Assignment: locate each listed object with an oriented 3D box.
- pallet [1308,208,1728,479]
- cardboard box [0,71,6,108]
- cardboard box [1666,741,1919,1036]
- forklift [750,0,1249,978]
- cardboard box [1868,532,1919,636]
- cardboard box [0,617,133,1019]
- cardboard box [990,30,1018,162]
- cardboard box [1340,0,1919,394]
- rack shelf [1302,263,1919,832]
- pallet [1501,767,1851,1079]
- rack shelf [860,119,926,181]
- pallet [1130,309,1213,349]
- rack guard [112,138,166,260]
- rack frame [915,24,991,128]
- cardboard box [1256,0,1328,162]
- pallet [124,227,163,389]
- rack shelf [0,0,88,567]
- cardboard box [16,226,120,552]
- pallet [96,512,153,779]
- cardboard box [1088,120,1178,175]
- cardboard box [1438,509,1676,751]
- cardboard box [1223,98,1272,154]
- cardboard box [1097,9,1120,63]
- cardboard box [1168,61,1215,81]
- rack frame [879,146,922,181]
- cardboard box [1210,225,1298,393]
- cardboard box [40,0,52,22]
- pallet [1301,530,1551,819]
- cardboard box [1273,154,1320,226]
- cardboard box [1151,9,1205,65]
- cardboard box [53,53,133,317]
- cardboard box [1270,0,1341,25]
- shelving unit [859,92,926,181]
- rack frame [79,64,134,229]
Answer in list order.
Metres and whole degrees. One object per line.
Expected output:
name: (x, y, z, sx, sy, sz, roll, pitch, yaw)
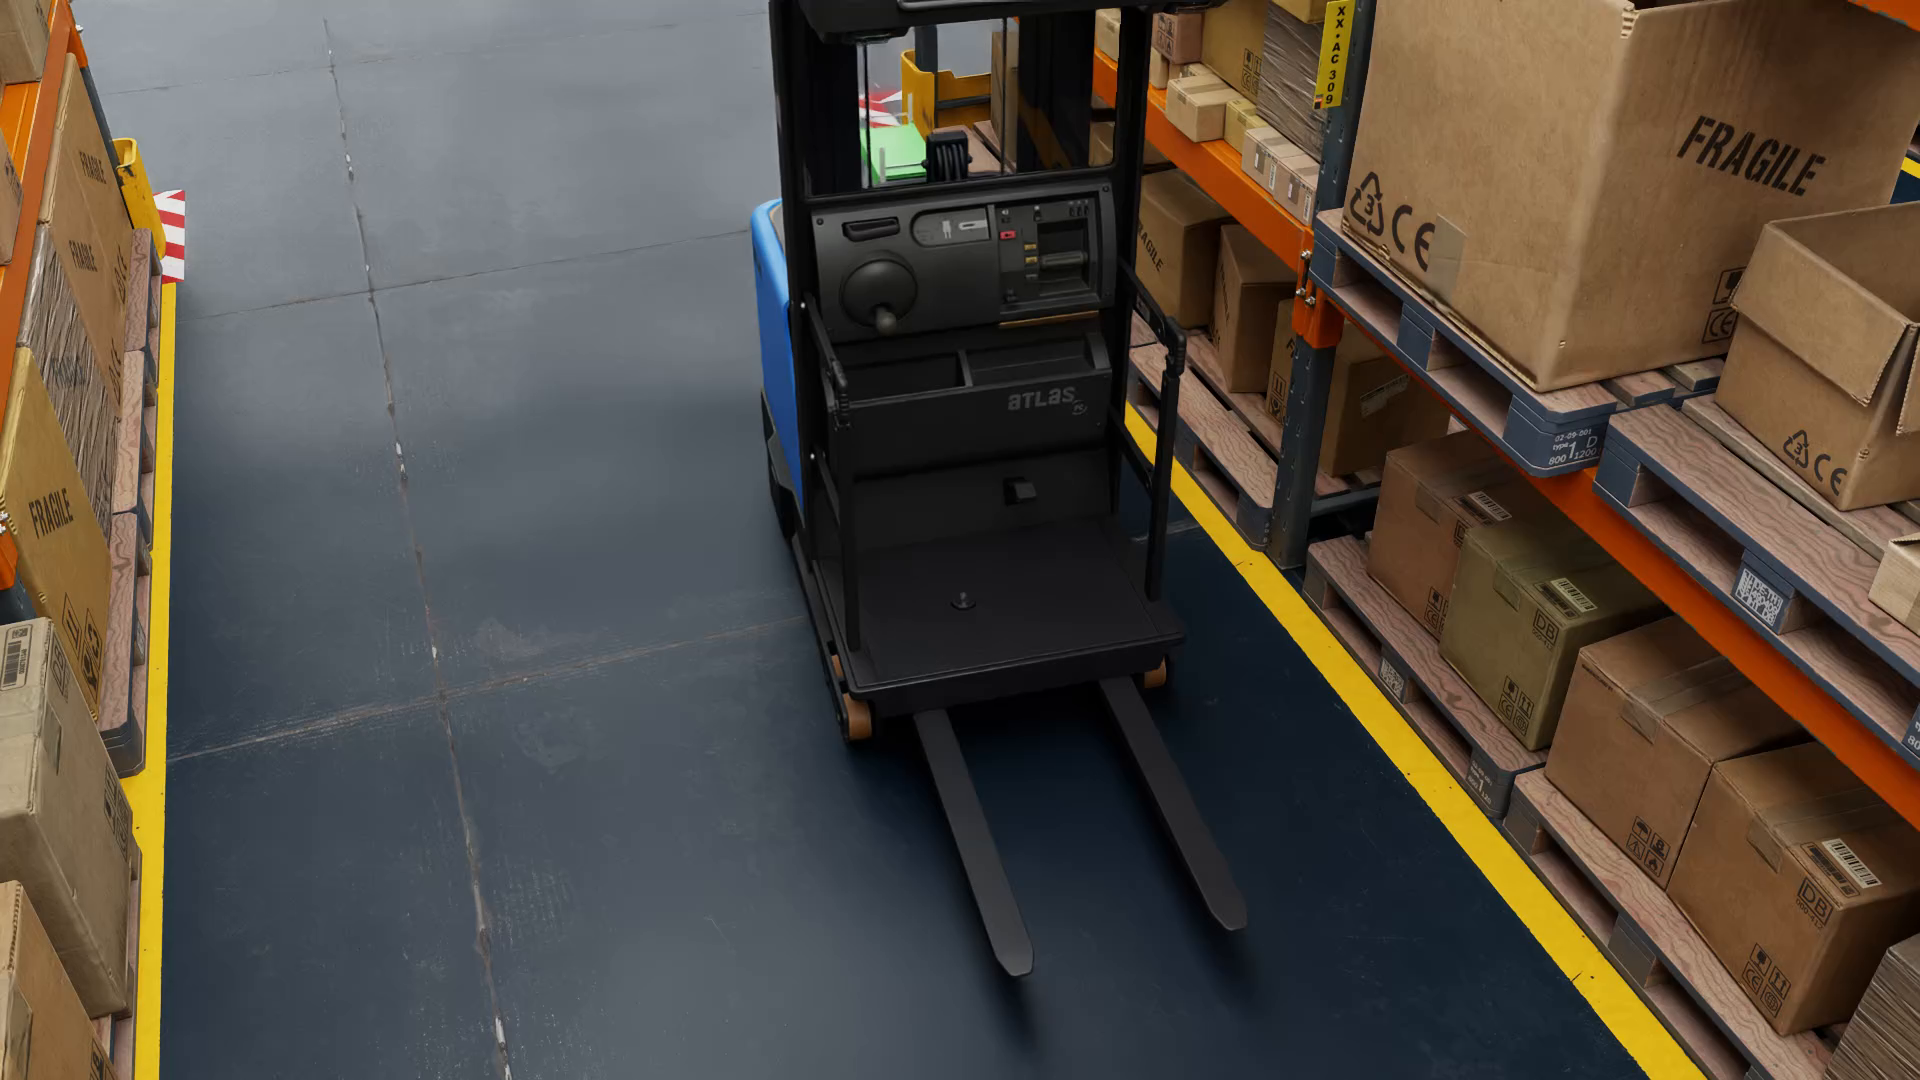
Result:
pallet: (1.752, -0.679, 4.817, 1.003, 0.211, 1.213, -12, 39, -16)
cardboard box: (-3.988, -1.718, 5.913, 0.875, 0.550, 0.550, -12, 39, -16)
cardboard box: (2.348, 0.861, 4.325, 0.700, 0.500, 0.500, -9, 38, -12)
forklift: (0.078, -0.779, 4.848, 1.130, 2.935, 3.031, -9, 38, -12)
cardboard box: (2.174, 0.042, 3.463, 0.396, 0.266, 0.258, -14, 39, -17)
cardboard box: (-2.769, 0.816, 4.195, 1.050, 0.750, 0.750, -13, 39, -16)
cardboard box: (0.448, -2.290, 8.526, 0.500, 0.500, 0.500, -6, 37, -7)
cardboard box: (1.767, -1.147, 4.432, 1.000, 1.000, 1.000, -12, 39, -16)
rack shelf: (2.313, 0.200, 4.089, 1.077, 0.370, 4.000, -12, 39, -16)
pallet: (2.318, 1.026, 4.712, 1.003, 0.211, 1.213, -12, 39, -16)
rack shelf: (-0.247, -1.476, 6.520, 0.258, 0.148, 0.480, -9, 38, -12)
pallet: (0.937, -1.166, 7.622, 1.003, 0.211, 1.213, -12, 39, -16)
rack guard: (-4.451, -1.522, 7.855, 1.175, 0.500, 0.348, -12, 39, -16)
rack frame: (0.249, -3.477, 8.373, 1.000, 3.000, 0.127, -12, 39, -16)
cardboard box: (1.528, -1.643, 5.608, 0.875, 0.500, 0.500, -12, 39, -16)
pallet: (-4.095, -0.958, 7.346, 1.003, 0.211, 1.213, -12, 39, -16)
rack shelf: (-3.755, -1.090, 5.802, 1.077, 0.370, 4.000, -12, 39, -16)
cardboard box: (-3.531, -0.445, 5.764, 0.875, 0.875, 0.875, -12, 39, -16)
pallet: (-3.255, 0.421, 5.516, 1.003, 0.211, 1.213, -12, 39, -16)
cardboard box: (0.883, -1.602, 7.612, 0.500, 0.500, 0.500, -9, 38, -12)
cardboard box: (1.963, 0.230, 5.163, 0.700, 0.500, 0.500, -13, 39, -16)
cardboard box: (1.168, -1.474, 5.923, 0.380, 0.149, 0.250, -12, 39, -16)
cardboard box: (0.773, -2.028, 6.658, 0.380, 0.149, 0.250, -12, 39, -16)
cardboard box: (1.016, -1.761, 6.304, 0.380, 0.149, 0.250, -12, 39, -16)
rack frame: (-0.186, -1.001, 6.582, 0.240, 1.200, 0.015, -9, 38, -12)
cardboard box: (1.321, -0.943, 6.737, 0.500, 0.500, 0.500, -1, 37, -1)
cardboard box: (-4.273, -2.367, 6.774, 0.875, 0.550, 0.550, -12, 39, -16)
pallet: (1.894, 0.336, 5.628, 1.003, 0.211, 1.213, -12, 39, -16)
cardboard box: (1.275, -1.177, 5.529, 0.380, 0.149, 0.250, -12, 39, -16)
cardboard box: (1.123, -2.194, 6.340, 0.875, 0.500, 0.500, -12, 39, -16)
cardboard box: (-4.148, -1.457, 7.108, 0.875, 0.875, 0.875, -12, 39, -16)
cardboard box: (1.212, -1.973, 5.214, 0.500, 0.500, 0.500, -12, 39, -16)
shelving unit: (-0.247, -1.143, 6.770, 0.258, 1.200, 0.503, -9, 38, -12)
rack frame: (-4.443, -2.507, 7.085, 1.000, 3.000, 0.127, -12, 39, -16)
